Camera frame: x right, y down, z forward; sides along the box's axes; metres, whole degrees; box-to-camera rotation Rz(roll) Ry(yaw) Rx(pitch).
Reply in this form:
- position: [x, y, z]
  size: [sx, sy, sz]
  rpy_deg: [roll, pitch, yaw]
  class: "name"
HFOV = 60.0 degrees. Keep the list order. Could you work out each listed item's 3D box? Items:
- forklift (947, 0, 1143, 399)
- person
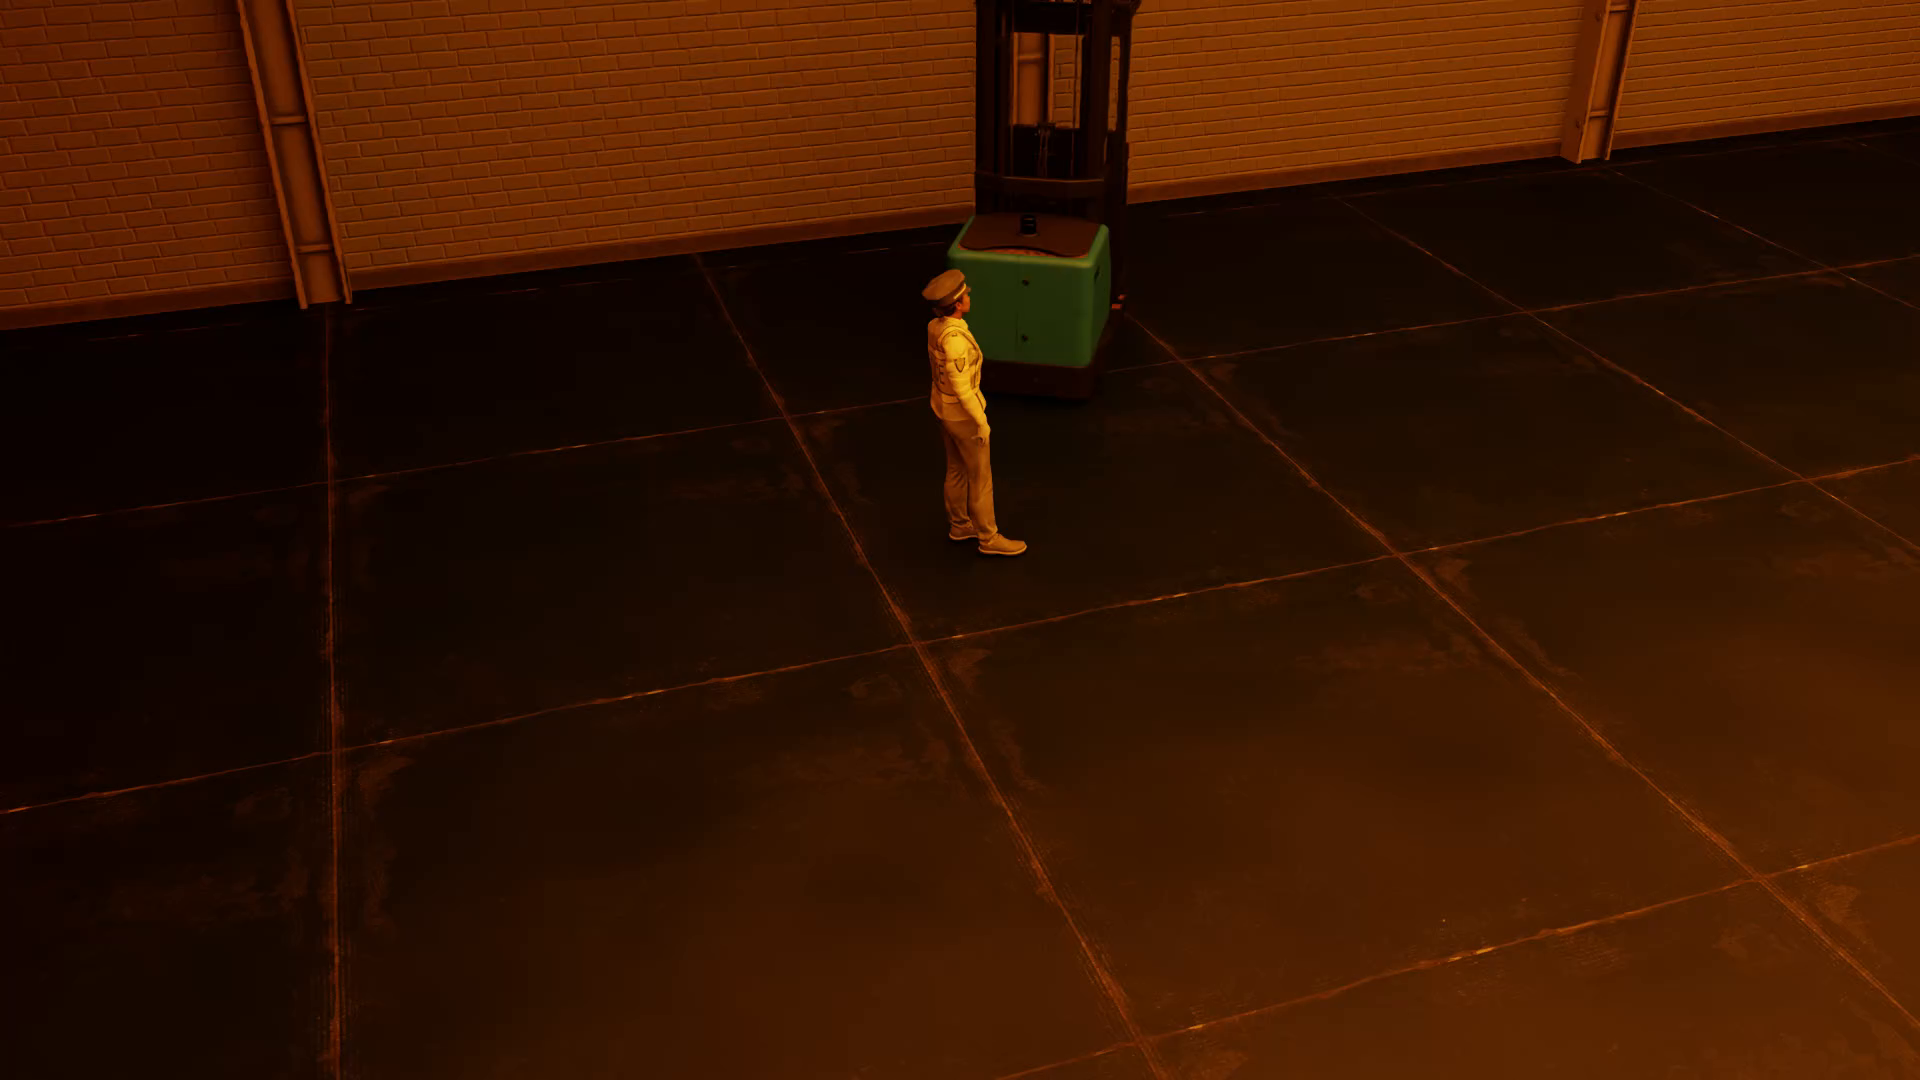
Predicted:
- position: [0.707, -2.971, 12.250]
  size: [1.130, 2.935, 3.031]
  rpy_deg: [6, 30, 11]
  class: "forklift"
- position: [0.067, -0.748, 9.613]
  size: [0.531, 1.694, 0.586]
  rpy_deg: [-10, 31, -16]
  class: "person"
